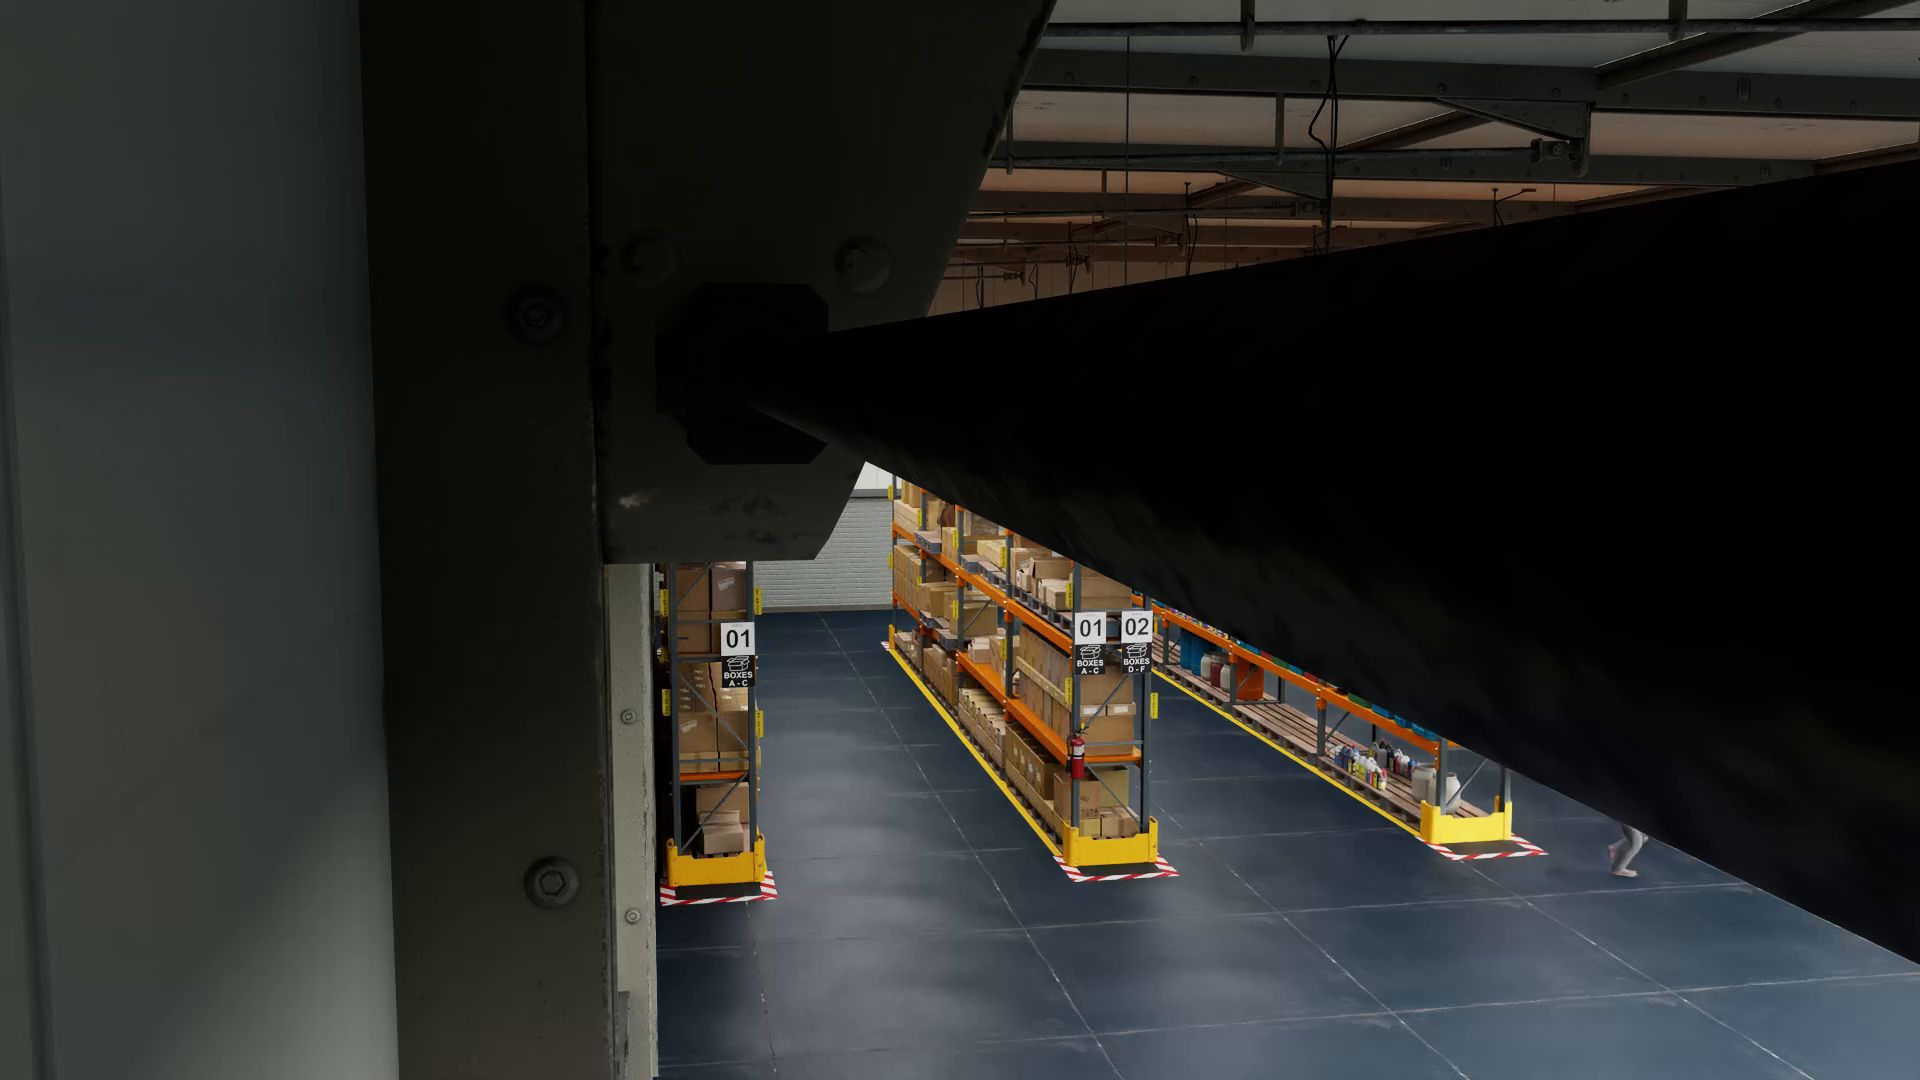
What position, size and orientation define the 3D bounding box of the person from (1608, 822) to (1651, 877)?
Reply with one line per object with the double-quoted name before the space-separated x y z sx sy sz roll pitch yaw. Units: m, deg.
"person" 8.224 3.347 20.375 0.532 1.595 0.595 2 6 17
